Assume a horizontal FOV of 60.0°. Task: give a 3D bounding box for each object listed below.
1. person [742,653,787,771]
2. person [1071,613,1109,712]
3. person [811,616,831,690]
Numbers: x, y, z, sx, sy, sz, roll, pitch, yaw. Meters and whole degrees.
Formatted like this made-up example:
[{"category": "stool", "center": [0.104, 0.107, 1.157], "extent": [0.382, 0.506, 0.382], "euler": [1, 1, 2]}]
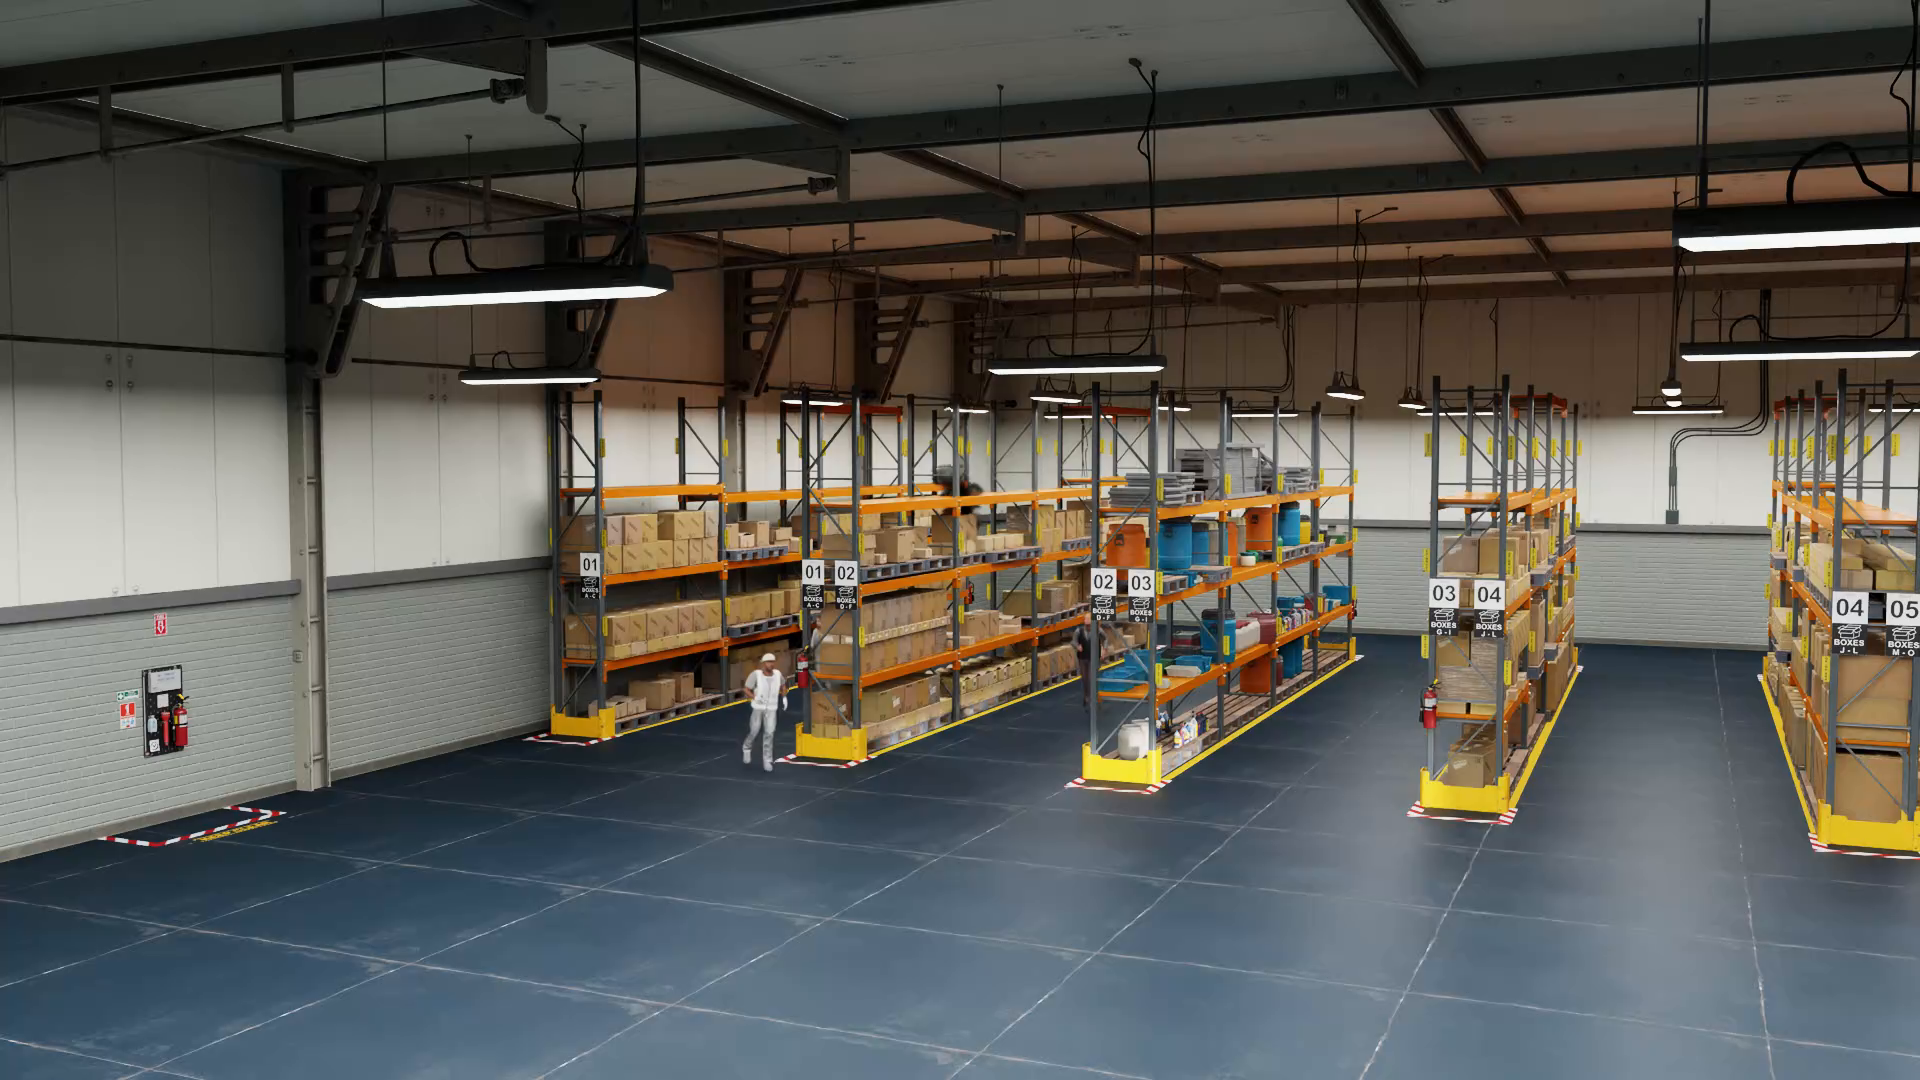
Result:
[{"category": "person", "center": [-3.034, 2.657, 26.051], "extent": [0.734, 1.783, 0.909], "euler": [-1, 3, -22]}, {"category": "person", "center": [2.346, 2.209, 30.267], "extent": [0.676, 1.766, 0.827], "euler": [1, 3, 16]}, {"category": "person", "center": [-2.613, 2.215, 31.521], "extent": [0.560, 1.535, 0.554], "euler": [1, 3, 20]}]
